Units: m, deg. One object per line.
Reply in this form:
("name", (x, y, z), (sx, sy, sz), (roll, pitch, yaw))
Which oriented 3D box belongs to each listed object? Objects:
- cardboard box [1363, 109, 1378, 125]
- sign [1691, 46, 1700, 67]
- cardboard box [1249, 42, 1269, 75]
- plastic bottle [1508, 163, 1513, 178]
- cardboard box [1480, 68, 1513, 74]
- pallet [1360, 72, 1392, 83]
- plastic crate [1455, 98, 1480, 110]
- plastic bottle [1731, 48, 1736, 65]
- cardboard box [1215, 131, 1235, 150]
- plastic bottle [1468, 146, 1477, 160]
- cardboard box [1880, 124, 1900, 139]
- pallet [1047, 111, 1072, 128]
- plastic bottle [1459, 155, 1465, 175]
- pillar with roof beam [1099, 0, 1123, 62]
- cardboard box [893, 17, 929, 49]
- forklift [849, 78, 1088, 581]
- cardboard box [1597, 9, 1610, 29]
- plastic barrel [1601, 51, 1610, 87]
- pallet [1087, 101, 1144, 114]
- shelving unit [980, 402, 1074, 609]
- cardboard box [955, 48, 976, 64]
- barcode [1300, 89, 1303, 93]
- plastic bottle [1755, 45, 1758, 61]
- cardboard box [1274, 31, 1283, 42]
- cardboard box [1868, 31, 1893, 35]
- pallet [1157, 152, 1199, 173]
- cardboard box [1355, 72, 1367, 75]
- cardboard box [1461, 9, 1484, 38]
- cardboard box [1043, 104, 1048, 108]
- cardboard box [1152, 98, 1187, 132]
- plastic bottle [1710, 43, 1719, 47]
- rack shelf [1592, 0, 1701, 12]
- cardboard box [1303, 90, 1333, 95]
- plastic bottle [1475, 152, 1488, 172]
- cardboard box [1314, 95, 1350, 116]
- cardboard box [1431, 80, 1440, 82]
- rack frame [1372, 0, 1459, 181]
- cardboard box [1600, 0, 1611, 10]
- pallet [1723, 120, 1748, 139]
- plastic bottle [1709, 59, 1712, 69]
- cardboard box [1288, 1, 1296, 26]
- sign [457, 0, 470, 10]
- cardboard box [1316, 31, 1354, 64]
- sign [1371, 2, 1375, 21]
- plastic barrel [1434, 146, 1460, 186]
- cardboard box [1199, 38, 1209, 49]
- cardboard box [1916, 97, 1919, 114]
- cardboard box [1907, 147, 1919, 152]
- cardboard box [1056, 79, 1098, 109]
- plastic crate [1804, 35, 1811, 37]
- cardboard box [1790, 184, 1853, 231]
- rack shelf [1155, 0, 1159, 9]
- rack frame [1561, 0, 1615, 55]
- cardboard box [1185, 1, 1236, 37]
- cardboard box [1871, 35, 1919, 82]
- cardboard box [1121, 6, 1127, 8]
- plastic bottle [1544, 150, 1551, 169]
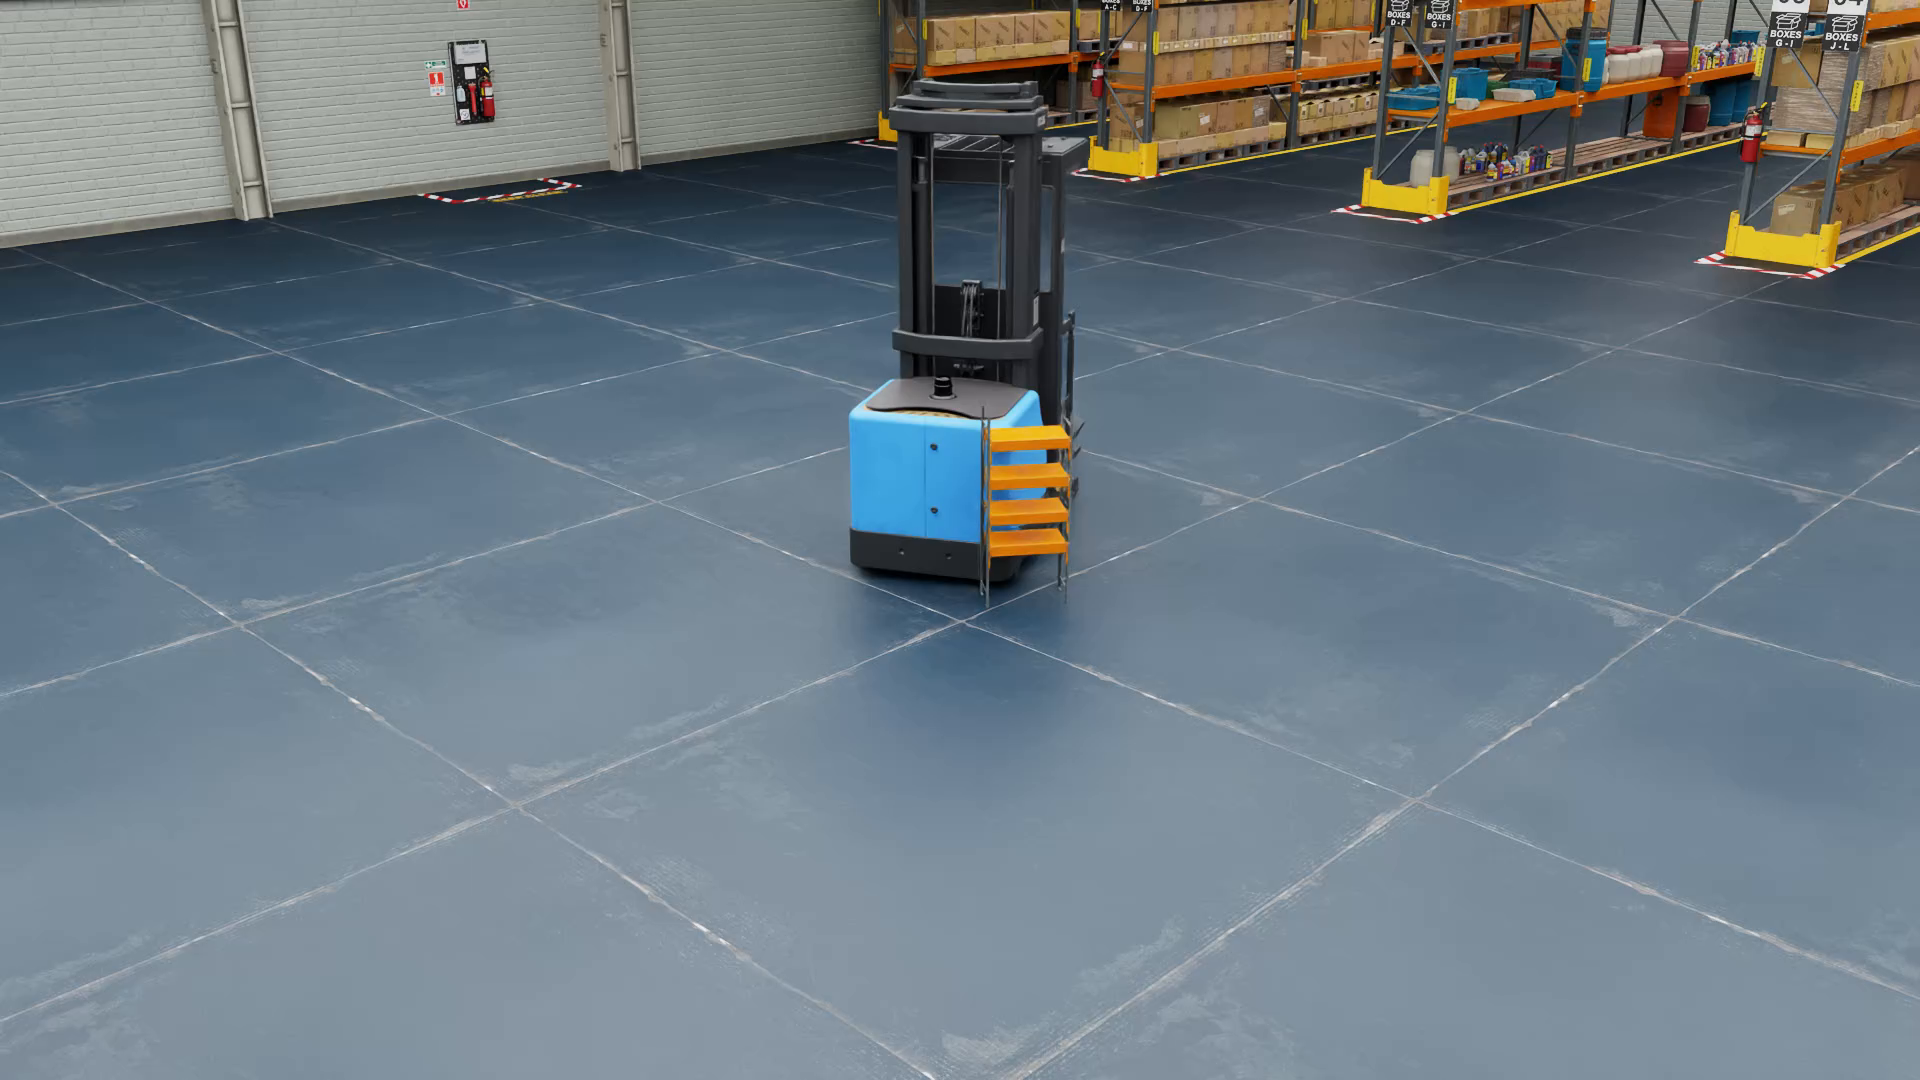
("cardboard box", (7.239, -7.701, 30.176), (0.500, 0.250, 0.500), (-19, 28, -41))
("sign", (12.087, -7.946, 27.339), (0.100, 0.325, 0.005), (19, 28, 41))
("cardboard box", (4.683, -8.012, 27.599), (0.700, 0.500, 0.500), (19, 28, 40))
("plastic bottle", (7.973, -5.376, 24.167), (0.097, 0.201, 0.097), (0, 21, 0))
("cardboard box", (11.126, -9.531, 34.561), (0.500, 0.500, 0.500), (19, 28, 41))
("pallet", (9.669, -11.015, 39.438), (1.003, 0.211, 1.213), (19, 28, 41))
("plastic crate", (6.962, -5.976, 22.808), (0.298, 0.136, 0.250), (19, 28, 41))
("plastic bottle", (13.444, -8.409, 28.933), (0.061, 0.283, 0.133), (19, 28, 41))
("cardboard box", (4.142, -6.570, 27.234), (0.500, 0.250, 0.500), (19, 28, 41))
("plastic bottle", (7.609, -5.685, 24.763), (0.144, 0.351, 0.185), (19, 28, 40))
("cardboard box", (11.142, -4.967, 20.167), (0.380, 0.149, 0.250), (19, 28, 41))
("pallet", (1.356, -7.974, 31.526), (1.003, 0.211, 1.213), (19, 28, 41))
("plastic bottle", (7.347, -5.500, 24.376), (0.061, 0.283, 0.133), (19, 28, 41))
("pillar with roof beam", (6.148, -12.090, 29.988), (9.100, 9.000, 0.400), (19, 28, 41))
("cardboard box", (-0.814, -8.893, 29.166), (0.500, 0.500, 0.500), (19, 28, 40))
("forklift", (0.213, -1.611, 11.181), (1.130, 2.935, 3.031), (6, 22, 15))
("cardboard box", (13.605, -11.166, 35.806), (0.500, 0.500, 0.500), (-19, 28, -40))
("plastic barrel", (9.722, -7.232, 25.520), (0.433, 0.535, 0.433), (0, 21, 0))
("pallet", (3.193, -8.671, 33.340), (1.003, 0.211, 1.213), (19, 28, 41))
("shelving unit", (0.389, -0.203, 9.923), (0.503, 1.200, 0.258), (-3, 22, -9))
("cardboard box", (-0.071, -8.551, 29.323), (0.500, 0.250, 0.500), (18, 28, 39))
("barcode", (5.828, -7.666, 28.372), (0.001, 0.075, 0.075), (19, 28, 41))
("plastic bottle", (14.180, -8.700, 29.701), (0.152, 0.276, 0.135), (19, 28, 41))
("cardboard box", (5.141, -8.381, 27.655), (0.380, 0.149, 0.250), (19, 28, 40))
("cardboard box", (11.253, -6.081, 20.766), (0.500, 0.500, 0.500), (19, 28, 41))
("pallet", (3.064, -6.095, 26.639), (1.003, 0.211, 1.213), (19, 28, 41))
("cardboard box", (9.055, -11.108, 38.692), (0.700, 0.500, 0.500), (18, 27, 39))
("cardboard box", (9.744, -10.048, 32.310), (0.700, 0.500, 0.500), (12, 24, 27))
("cardboard box", (1.448, -8.195, 31.550), (0.380, 0.166, 0.250), (15, 26, 34))
("cardboard box", (3.409, -6.926, 27.114), (0.500, 0.500, 0.500), (19, 28, 41))
("plastic bottle", (13.627, -8.858, 30.113), (0.152, 0.276, 0.135), (19, 28, 41))
("rack shelf", (10.293, -8.556, 25.976), (1.077, 0.370, 4.000), (19, 28, 41))
("cardboard box", (6.490, -7.960, 30.068), (0.500, 0.311, 0.500), (19, 28, 40))
("plastic bottle", (7.733, -5.619, 24.697), (0.152, 0.276, 0.135), (19, 28, 41))
("cardboard box", (6.531, -7.697, 29.385), (0.500, 0.311, 0.500), (18, 27, 39))
("cardboard box", (9.379, -8.594, 32.124), (0.500, 0.500, 0.500), (19, 28, 40))
("rack frame", (6.107, -5.949, 22.372), (1.000, 3.000, 0.127), (19, 28, 41))
("cardboard box", (13.609, -11.633, 35.626), (0.500, 0.500, 0.500), (19, 28, 40))
("pallet", (13.910, -7.544, 30.409), (1.003, 0.211, 1.213), (19, 28, 41))
("plastic bottle", (12.738, -8.119, 28.295), (0.097, 0.201, 0.097), (0, 21, 0))
("cardboard box", (6.890, -11.393, 35.953), (0.500, 0.500, 0.500), (20, 28, 41))
("sign", (-7.136, -7.762, 23.858), (0.001, 0.298, 0.199), (19, 28, 41))
("cardboard box", (6.616, -8.722, 29.447), (0.500, 0.500, 0.500), (19, 28, 41))
("sign", (7.746, -9.883, 31.104), (0.100, 0.325, 0.005), (19, 28, 41))
("plastic barrel", (6.861, -5.301, 23.568), (0.421, 0.512, 0.421), (0, 21, 0))
("cardboard box", (3.708, -7.852, 26.279), (0.380, 0.149, 0.250), (18, 27, 39))
("cardboard box", (11.714, -5.703, 21.178), (0.875, 0.500, 0.500), (19, 28, 41))
("cardboard box", (13.626, -5.191, 23.269), (0.700, 0.500, 0.500), (16, 26, 36))
("cardboard box", (2.301, -8.689, 32.371), (0.500, 0.500, 0.700), (-19, 28, -40))
("plastic crate", (15.676, -9.353, 31.309), (0.437, 0.282, 0.530), (19, 28, 41))
("cardboard box", (10.496, -4.057, 20.349), (0.500, 0.500, 0.500), (-12, 24, -28))
("rack shelf", (3.956, -8.768, 26.528), (1.077, 0.370, 4.000), (19, 28, 41))
("rack frame", (13.723, -11.303, 36.300), (1.000, 3.000, 0.127), (19, 28, 41))
("cardboard box", (3.996, -8.368, 26.717), (0.700, 0.500, 0.500), (19, 28, 41))
("cardboard box", (11.281, -5.821, 20.090), (0.500, 0.500, 0.500), (19, 28, 41))
("cardboard box", (3.416, -10.288, 32.908), (0.700, 0.500, 0.500), (19, 28, 41))
("plastic bottle", (8.798, -5.709, 24.919), (0.133, 0.283, 0.061), (-18, 28, -39))
